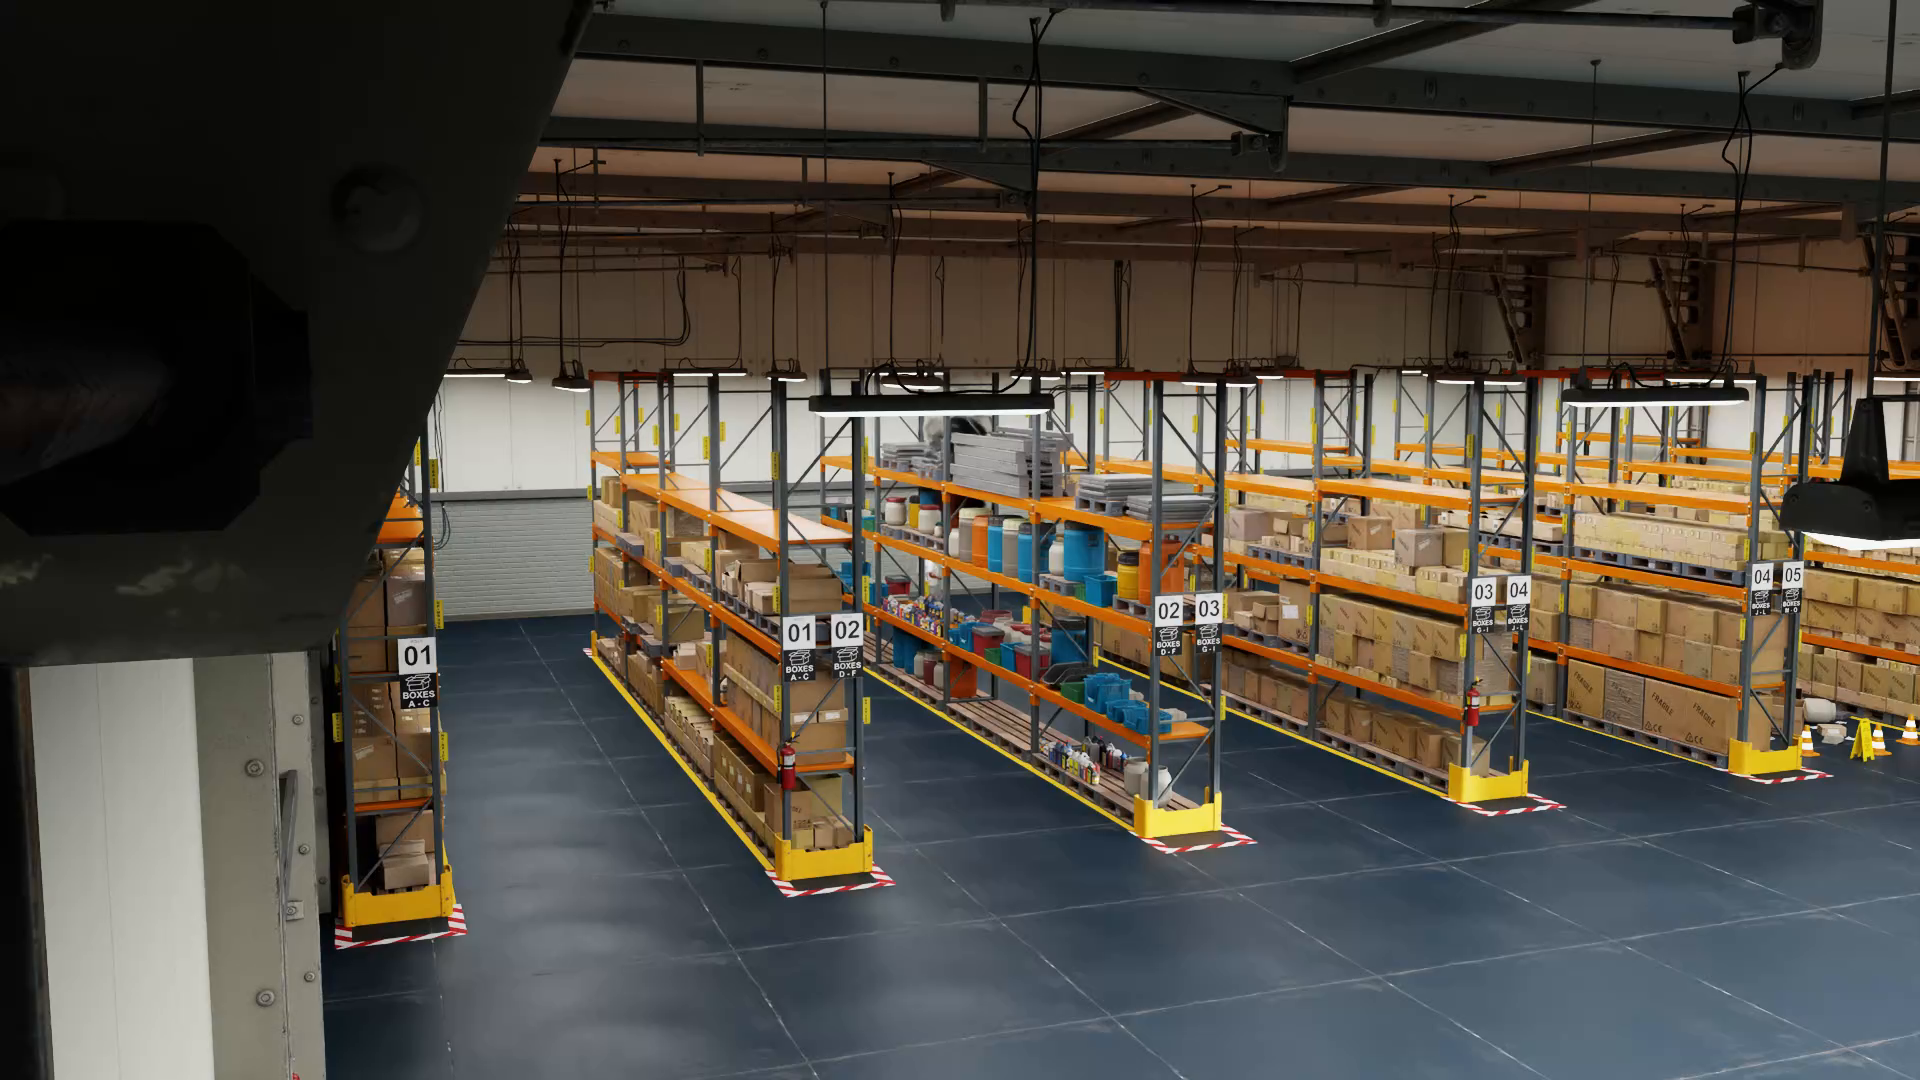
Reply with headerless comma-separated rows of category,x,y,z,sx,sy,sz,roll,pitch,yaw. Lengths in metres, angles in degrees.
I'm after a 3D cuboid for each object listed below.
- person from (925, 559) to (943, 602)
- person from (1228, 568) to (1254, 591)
person,-0.644,1.040,39.696,0.526,1.721,0.770,-1,6,-6
person,6.273,1.435,36.993,0.508,1.626,0.719,-2,7,-19
